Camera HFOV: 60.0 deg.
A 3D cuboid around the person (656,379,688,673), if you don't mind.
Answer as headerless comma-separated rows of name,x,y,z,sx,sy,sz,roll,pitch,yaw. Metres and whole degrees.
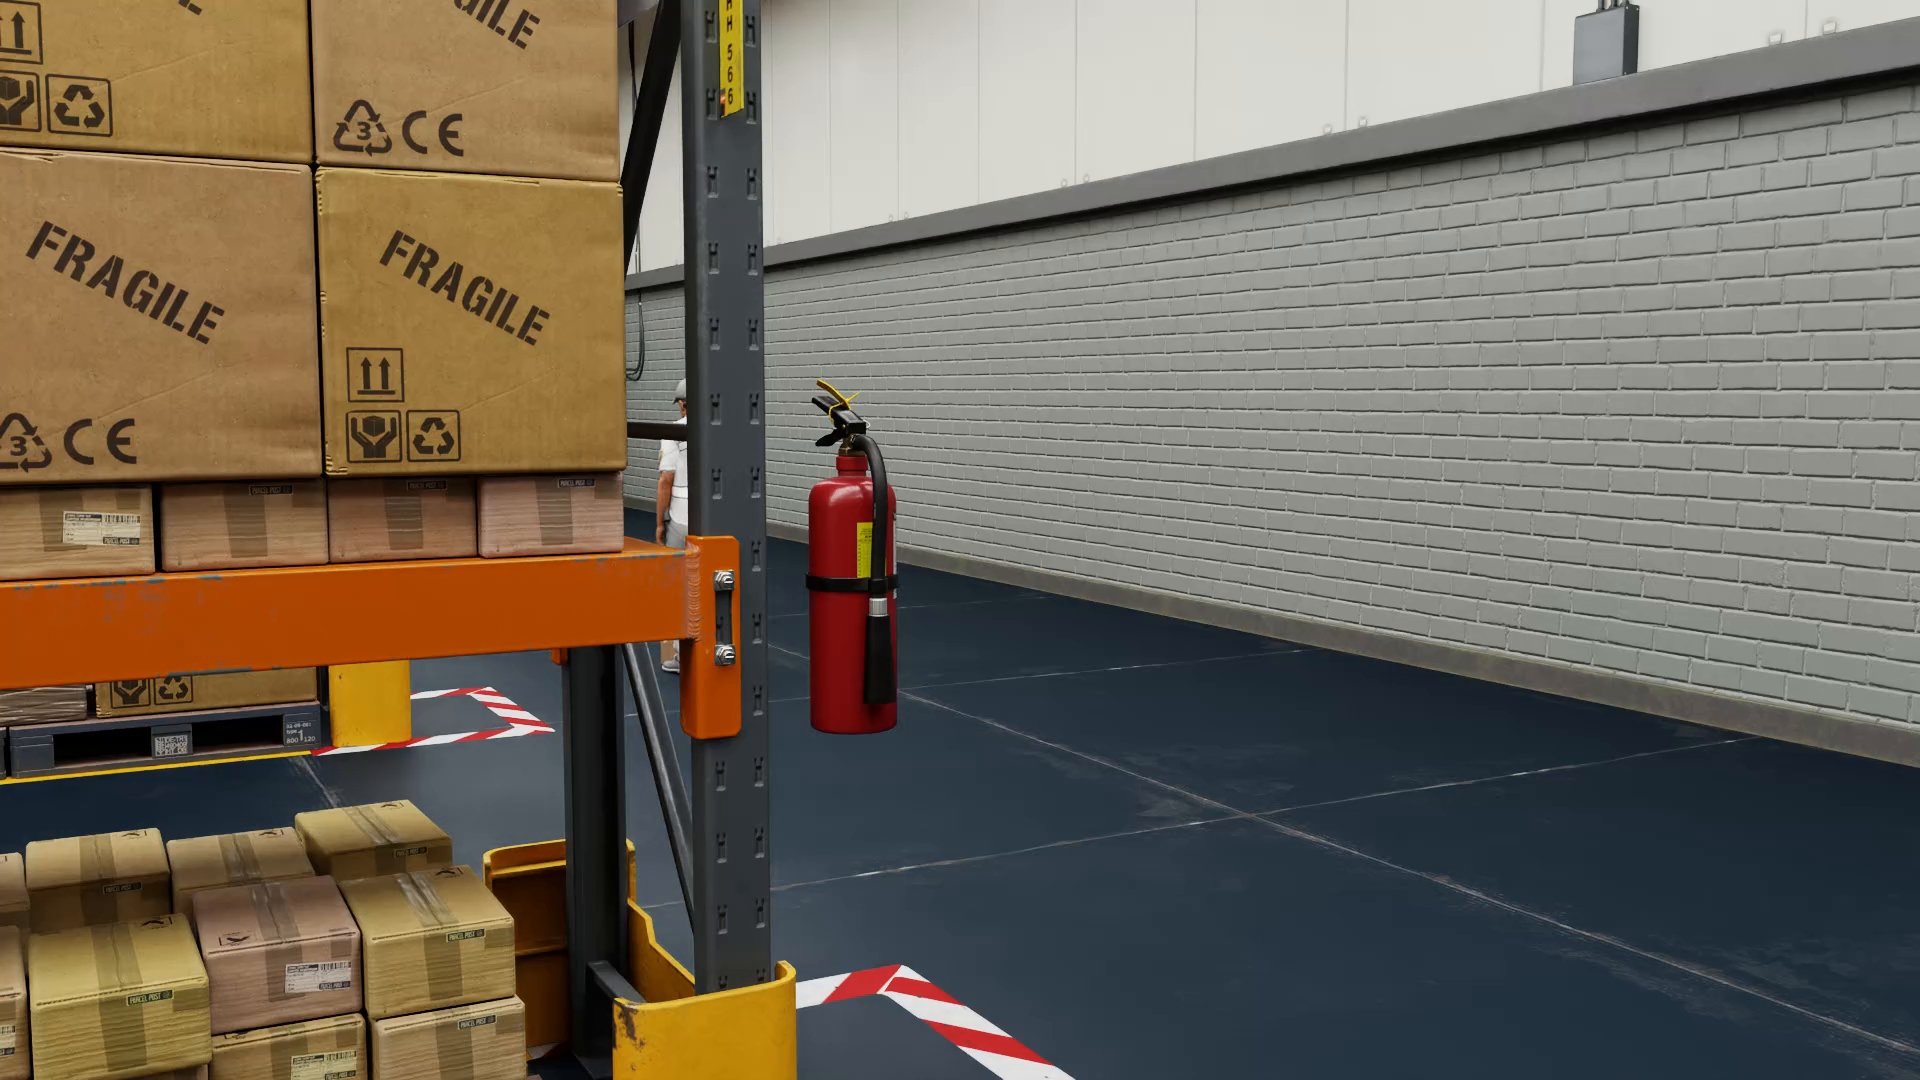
person,-1.462,-0.086,9.416,0.539,1.667,0.466,-3,6,-28
